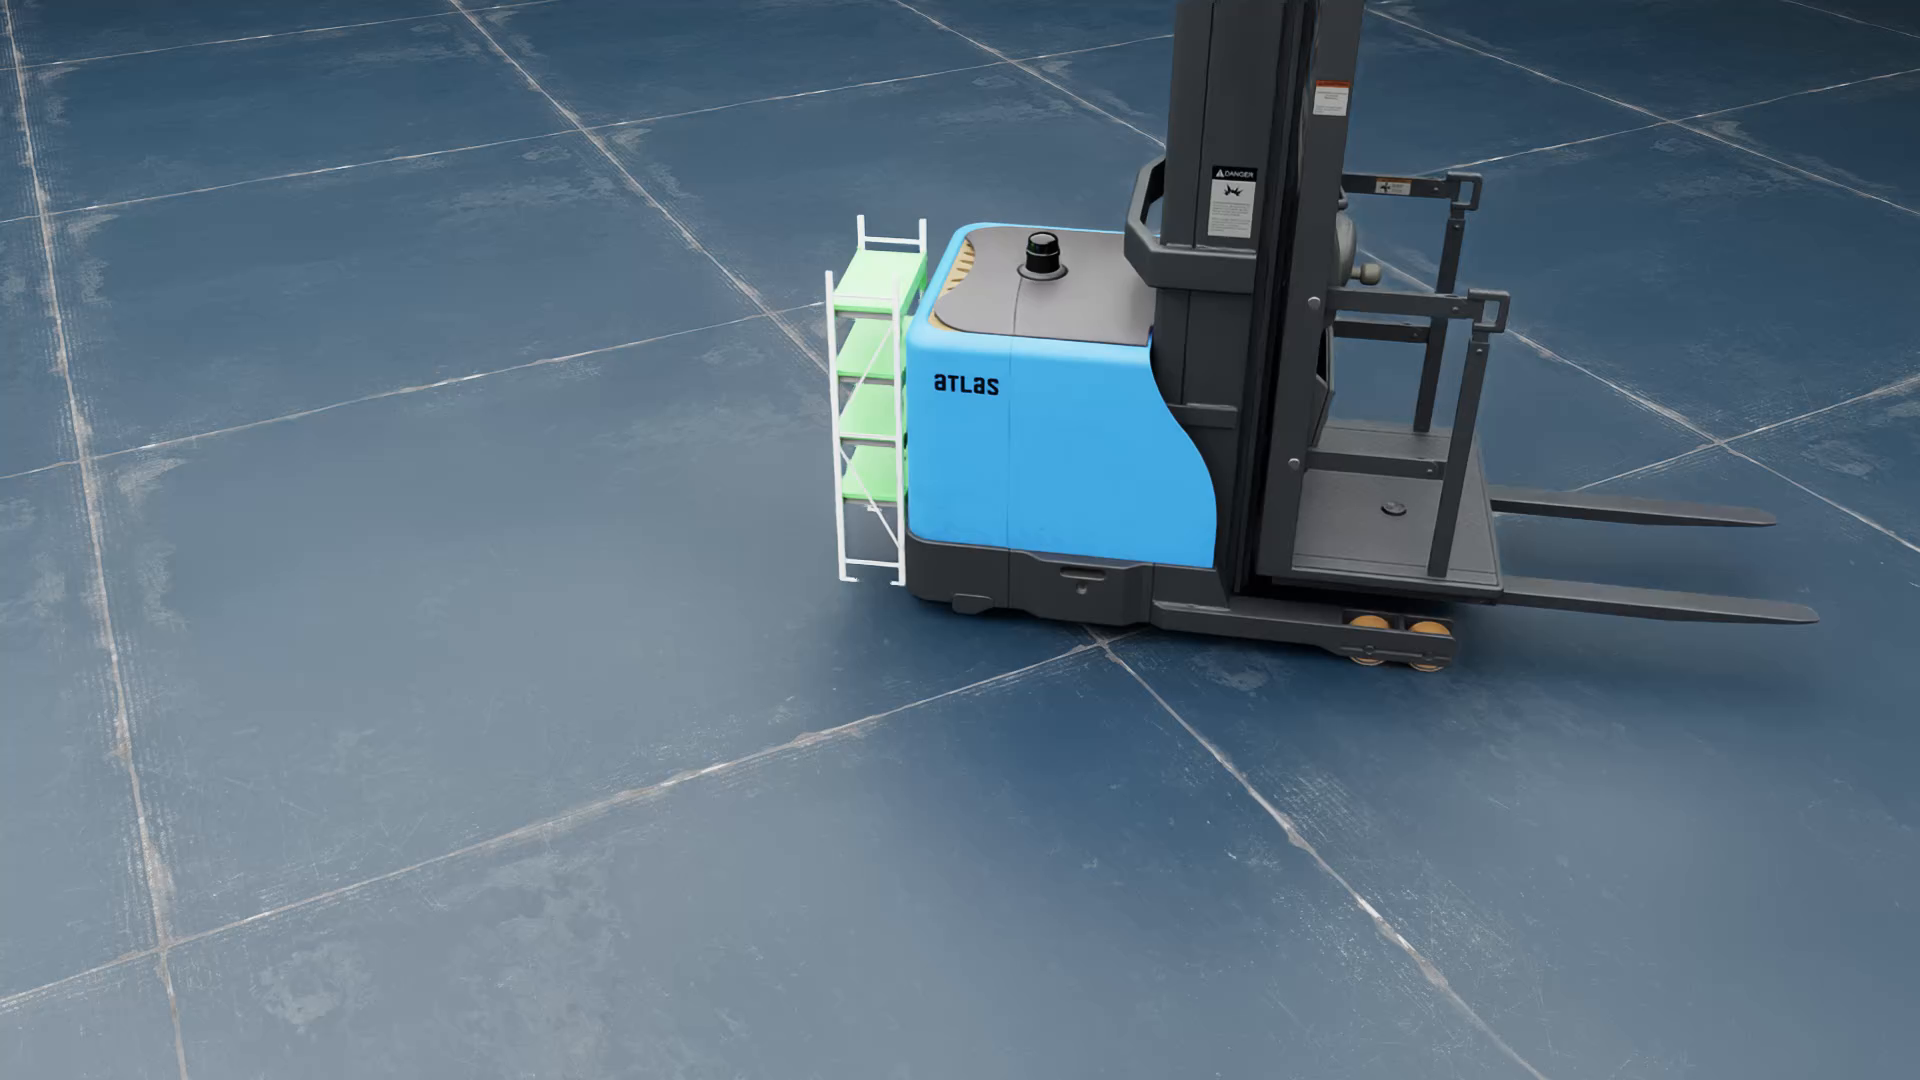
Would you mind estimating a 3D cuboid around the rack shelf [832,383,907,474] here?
[{"bbox_3d":[-0.276,-0.428,5.925,0.258,0.148,0.480,5,33,8],"label":"rack shelf"}]

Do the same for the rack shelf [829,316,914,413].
[{"bbox_3d":[-0.276,-0.631,5.795,0.258,0.148,0.480,5,33,8],"label":"rack shelf"}]

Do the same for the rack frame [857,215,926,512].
[{"bbox_3d":[-0.237,-0.612,6.093,0.240,1.200,0.015,5,33,8],"label":"rack frame"}]

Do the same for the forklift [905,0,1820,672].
[{"bbox_3d":[1.377,-1.106,5.259,3.031,2.935,1.130,6,33,9],"label":"forklift"}]

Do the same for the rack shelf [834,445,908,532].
[{"bbox_3d":[-0.276,-0.226,6.054,0.258,0.148,0.480,5,33,8],"label":"rack shelf"}]

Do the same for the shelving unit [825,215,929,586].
[{"bbox_3d":[-0.276,-0.482,5.890,0.258,1.200,0.503,5,33,8],"label":"shelving unit"}]

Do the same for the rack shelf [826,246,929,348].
[{"bbox_3d":[-0.276,-0.833,5.666,0.258,0.148,0.480,5,33,8],"label":"rack shelf"}]

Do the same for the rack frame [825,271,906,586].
[{"bbox_3d":[-0.315,-0.352,5.688,0.240,1.200,0.015,5,33,8],"label":"rack frame"}]
